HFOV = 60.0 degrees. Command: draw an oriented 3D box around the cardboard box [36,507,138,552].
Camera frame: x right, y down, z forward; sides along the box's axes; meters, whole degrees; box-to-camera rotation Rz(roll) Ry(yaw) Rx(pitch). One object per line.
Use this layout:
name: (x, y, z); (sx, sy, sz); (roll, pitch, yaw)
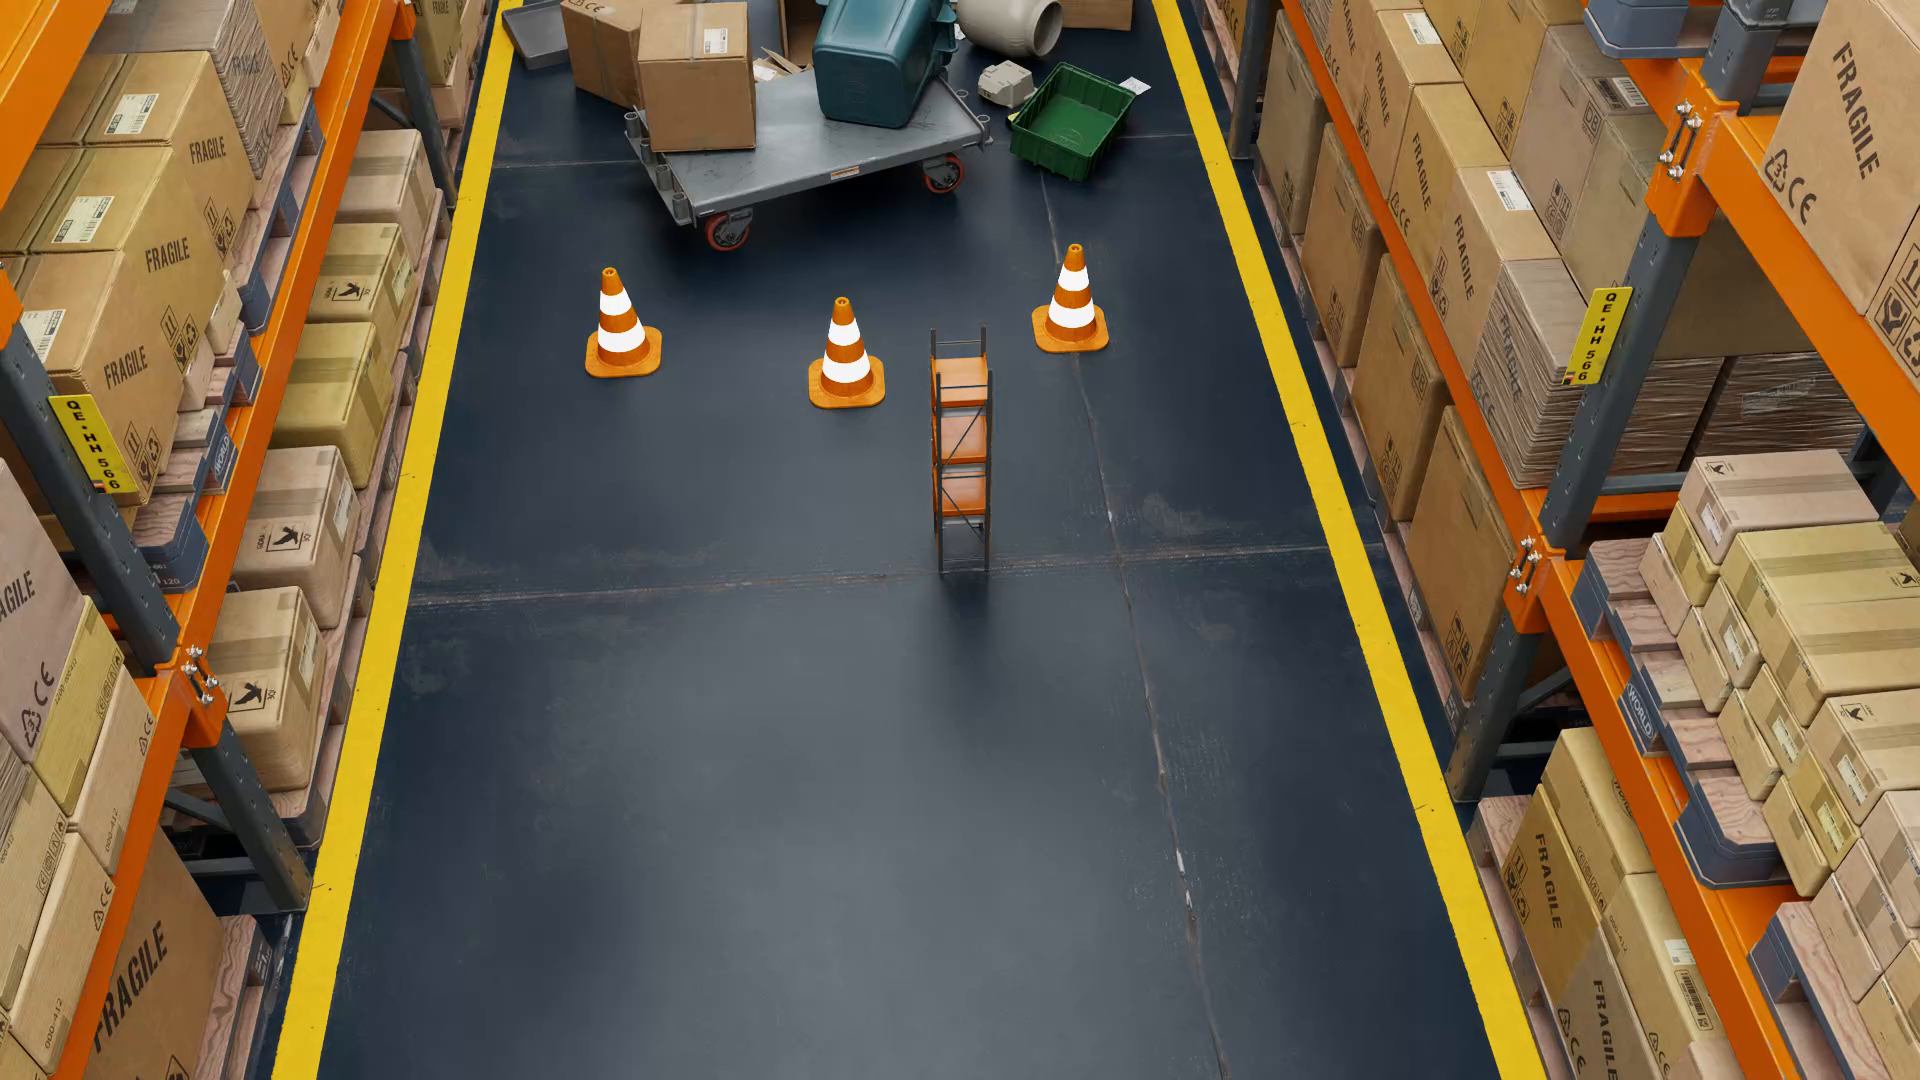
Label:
cardboard box: (-2.532, -0.104, 4.666); (0.380, 0.149, 0.250); (-6, 47, -6)

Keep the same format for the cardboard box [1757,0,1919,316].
cardboard box: (2.017, -0.810, 3.316); (0.500, 0.500, 0.500); (-3, 47, -3)

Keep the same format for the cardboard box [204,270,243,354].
cardboard box: (-2.501, -0.711, 5.241); (0.380, 0.149, 0.250); (-3, 47, -3)

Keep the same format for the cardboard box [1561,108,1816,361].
cardboard box: (2.207, -0.877, 4.757); (0.700, 0.500, 0.500); (-4, 47, -4)

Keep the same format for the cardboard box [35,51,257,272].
cardboard box: (-2.599, -1.180, 5.239); (0.500, 0.500, 0.500); (-3, 47, -3)

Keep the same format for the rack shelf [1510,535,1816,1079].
rack shelf: (2.402, 1.521, 3.739); (1.077, 0.370, 4.000); (-3, 47, -3)

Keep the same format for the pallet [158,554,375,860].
pallet: (-2.754, 0.594, 6.042); (1.003, 0.211, 1.213); (-3, 47, -3)

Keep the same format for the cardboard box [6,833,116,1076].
cardboard box: (-2.330, 0.971, 3.868); (0.500, 0.250, 0.500); (-3, 47, -3)

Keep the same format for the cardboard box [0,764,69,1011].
cardboard box: (-2.349, 0.786, 3.698); (0.500, 0.250, 0.500); (-5, 47, -4)

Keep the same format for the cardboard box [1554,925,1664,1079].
cardboard box: (2.085, 1.433, 4.759); (0.500, 0.500, 0.500); (-3, 47, -3)

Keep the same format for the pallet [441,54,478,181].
pallet: (-3.116, -2.218, 8.705); (1.003, 0.211, 1.213); (-3, 47, -3)

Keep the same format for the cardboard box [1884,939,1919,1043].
cardboard box: (2.184, 0.960, 3.454); (0.380, 0.149, 0.250); (-4, 47, -4)

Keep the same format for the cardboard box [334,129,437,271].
cardboard box: (-2.978, -1.555, 7.677); (0.950, 0.372, 0.625); (-3, 47, -3)

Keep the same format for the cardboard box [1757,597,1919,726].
cardboard box: (2.121, 0.282, 3.891); (0.380, 0.149, 0.250); (-4, 47, -4)

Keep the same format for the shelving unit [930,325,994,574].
shelving unit: (0.004, -0.322, 6.332); (0.215, 1.050, 0.252); (-3, 47, -3)

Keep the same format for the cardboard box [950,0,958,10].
cardboard box: (-0.080, -3.259, 9.653); (0.396, 0.266, 0.258); (4, 47, 4)

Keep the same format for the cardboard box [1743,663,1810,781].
cardboard box: (2.125, 0.417, 3.968); (0.380, 0.149, 0.250); (-5, 47, -5)

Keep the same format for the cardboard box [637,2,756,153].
cardboard box: (-1.253, -2.224, 7.990); (0.500, 0.500, 0.500); (-3, 47, -3)

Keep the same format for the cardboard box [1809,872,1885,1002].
cardboard box: (2.165, 0.882, 3.733); (0.380, 0.149, 0.250); (-2, 47, -2)

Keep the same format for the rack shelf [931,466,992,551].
rack shelf: (0.004, -0.124, 6.542); (0.215, 0.259, 0.240); (-3, 47, -3)

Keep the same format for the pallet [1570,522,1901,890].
pallet: (2.400, 0.402, 4.435); (1.213, 0.211, 1.003); (-3, 47, -3)

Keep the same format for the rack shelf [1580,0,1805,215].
rack shelf: (2.067, -2.404, 5.391); (1.077, 0.370, 4.000); (-3, 47, -3)

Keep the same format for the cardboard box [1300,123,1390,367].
cardboard box: (2.118, -1.296, 7.172); (1.050, 0.750, 0.750); (-3, 47, -3)

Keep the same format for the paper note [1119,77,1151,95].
paper note: (0.941, -2.478, 9.075); (0.147, 0.020, 0.142); (-36, 56, -29)

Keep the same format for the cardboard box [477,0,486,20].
cardboard box: (-2.908, -3.105, 9.229); (0.500, 0.250, 0.500); (-4, 47, -4)

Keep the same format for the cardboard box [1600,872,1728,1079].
cardboard box: (2.093, 1.165, 4.497); (0.500, 0.250, 0.500); (-4, 47, -4)

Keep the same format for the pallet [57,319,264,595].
pallet: (-2.856, -0.242, 5.046); (1.213, 0.211, 1.003); (-3, 47, -3)

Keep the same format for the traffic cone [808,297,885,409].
traffic cone: (-0.505, -0.860, 7.246); (0.336, 0.463, 0.334); (-3, 47, -3)

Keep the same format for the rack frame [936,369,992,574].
rack frame: (0.015, -0.234, 6.249); (0.200, 1.050, 0.008); (-3, 47, -3)

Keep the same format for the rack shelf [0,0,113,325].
rack shelf: (-2.857, -2.030, 5.036); (1.077, 0.370, 4.000); (-3, 47, -3)

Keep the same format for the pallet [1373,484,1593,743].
pallet: (2.243, 0.211, 6.405); (1.003, 0.211, 1.213); (-3, 47, -3)

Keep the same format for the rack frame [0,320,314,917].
rack frame: (-2.690, 0.201, 4.494); (1.000, 3.000, 0.127); (-3, 47, -3)

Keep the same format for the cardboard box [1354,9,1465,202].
cardboard box: (1.800, -1.610, 6.140); (0.500, 0.500, 0.500); (-3, 47, -3)

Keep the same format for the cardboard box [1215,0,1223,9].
cardboard box: (1.837, -3.592, 9.260); (0.875, 0.875, 0.875); (-3, 47, -3)

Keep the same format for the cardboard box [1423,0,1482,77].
cardboard box: (2.075, -1.983, 5.805); (0.700, 0.500, 0.500); (-4, 47, -4)

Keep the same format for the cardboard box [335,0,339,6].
cardboard box: (-2.702, -2.204, 6.655); (0.380, 0.149, 0.250); (-5, 47, -4)

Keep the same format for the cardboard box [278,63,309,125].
cardboard box: (-2.635, -1.657, 6.137); (0.380, 0.149, 0.250); (-4, 47, -3)

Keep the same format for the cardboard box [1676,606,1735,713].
cardboard box: (2.093, 0.299, 4.285); (0.380, 0.149, 0.250); (-1, 47, -1)

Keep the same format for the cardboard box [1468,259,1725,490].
cardboard box: (1.929, -0.517, 5.105); (0.500, 0.500, 0.500); (-3, 47, -3)

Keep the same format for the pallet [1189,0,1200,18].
pallet: (1.809, -3.548, 9.965); (1.003, 0.211, 1.213); (-3, 47, -3)

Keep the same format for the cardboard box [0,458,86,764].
cardboard box: (-2.386, 0.181, 3.755); (0.500, 0.500, 0.500); (-5, 47, -4)

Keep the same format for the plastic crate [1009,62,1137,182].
plastic crate: (0.580, -2.166, 8.633); (0.450, 0.188, 0.662); (25, 51, 9)

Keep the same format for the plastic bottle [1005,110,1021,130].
plastic bottle: (0.373, -2.165, 8.758); (0.133, 0.061, 0.283); (-27, 52, -23)

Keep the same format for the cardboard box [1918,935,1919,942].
cardboard box: (2.192, 0.861, 3.342); (0.380, 0.149, 0.250); (-2, 47, -2)

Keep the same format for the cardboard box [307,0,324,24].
cardboard box: (-2.715, -2.295, 6.295); (0.500, 0.500, 0.500); (-3, 47, -3)

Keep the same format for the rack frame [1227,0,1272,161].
rack frame: (1.900, -3.067, 7.589); (1.000, 3.000, 0.127); (-3, 47, -3)

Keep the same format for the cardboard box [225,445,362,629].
cardboard box: (-2.797, 0.017, 6.188); (0.950, 0.372, 0.625); (-4, 47, -4)
